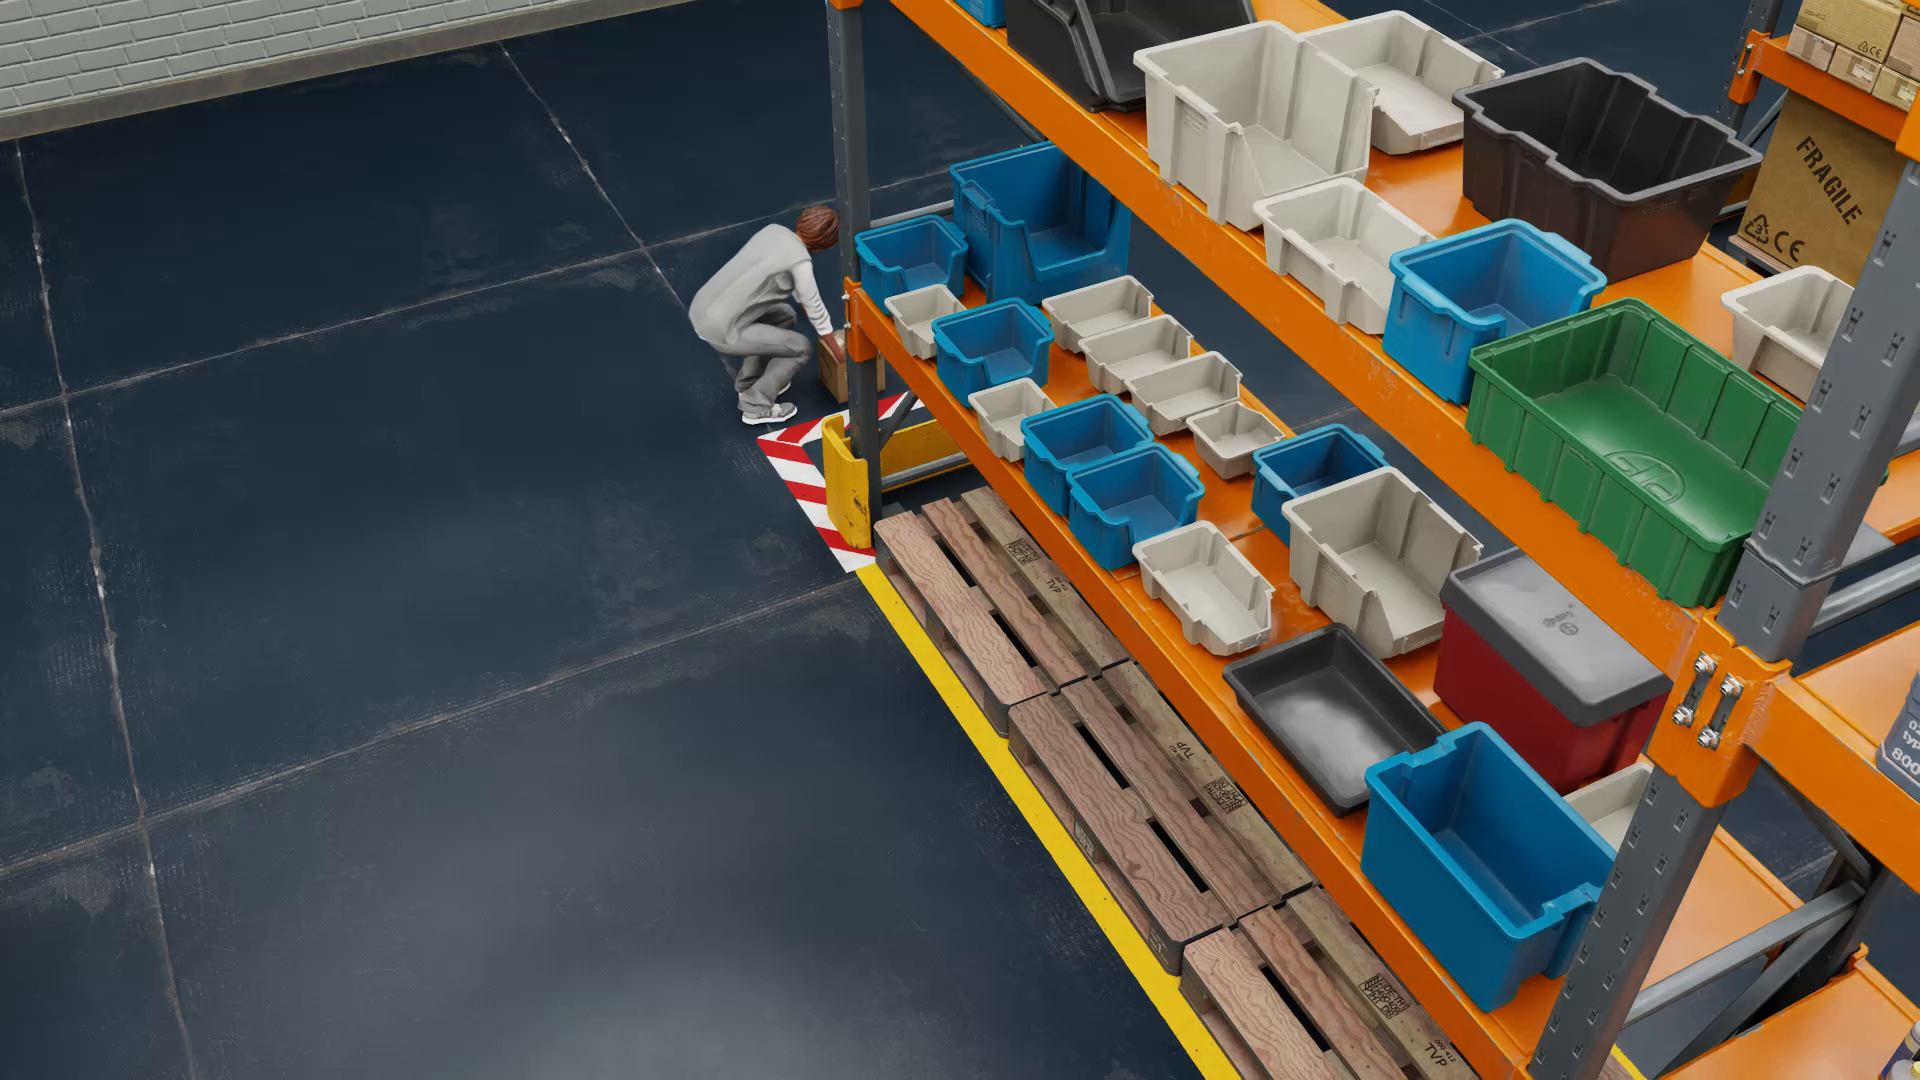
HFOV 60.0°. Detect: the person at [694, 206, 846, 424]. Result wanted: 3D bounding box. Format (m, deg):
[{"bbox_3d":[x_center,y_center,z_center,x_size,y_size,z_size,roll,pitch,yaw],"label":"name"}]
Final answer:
[{"bbox_3d":[-0.894,-1.064,7.879,0.763,0.986,0.456,-14,43,-16],"label":"person"}]
